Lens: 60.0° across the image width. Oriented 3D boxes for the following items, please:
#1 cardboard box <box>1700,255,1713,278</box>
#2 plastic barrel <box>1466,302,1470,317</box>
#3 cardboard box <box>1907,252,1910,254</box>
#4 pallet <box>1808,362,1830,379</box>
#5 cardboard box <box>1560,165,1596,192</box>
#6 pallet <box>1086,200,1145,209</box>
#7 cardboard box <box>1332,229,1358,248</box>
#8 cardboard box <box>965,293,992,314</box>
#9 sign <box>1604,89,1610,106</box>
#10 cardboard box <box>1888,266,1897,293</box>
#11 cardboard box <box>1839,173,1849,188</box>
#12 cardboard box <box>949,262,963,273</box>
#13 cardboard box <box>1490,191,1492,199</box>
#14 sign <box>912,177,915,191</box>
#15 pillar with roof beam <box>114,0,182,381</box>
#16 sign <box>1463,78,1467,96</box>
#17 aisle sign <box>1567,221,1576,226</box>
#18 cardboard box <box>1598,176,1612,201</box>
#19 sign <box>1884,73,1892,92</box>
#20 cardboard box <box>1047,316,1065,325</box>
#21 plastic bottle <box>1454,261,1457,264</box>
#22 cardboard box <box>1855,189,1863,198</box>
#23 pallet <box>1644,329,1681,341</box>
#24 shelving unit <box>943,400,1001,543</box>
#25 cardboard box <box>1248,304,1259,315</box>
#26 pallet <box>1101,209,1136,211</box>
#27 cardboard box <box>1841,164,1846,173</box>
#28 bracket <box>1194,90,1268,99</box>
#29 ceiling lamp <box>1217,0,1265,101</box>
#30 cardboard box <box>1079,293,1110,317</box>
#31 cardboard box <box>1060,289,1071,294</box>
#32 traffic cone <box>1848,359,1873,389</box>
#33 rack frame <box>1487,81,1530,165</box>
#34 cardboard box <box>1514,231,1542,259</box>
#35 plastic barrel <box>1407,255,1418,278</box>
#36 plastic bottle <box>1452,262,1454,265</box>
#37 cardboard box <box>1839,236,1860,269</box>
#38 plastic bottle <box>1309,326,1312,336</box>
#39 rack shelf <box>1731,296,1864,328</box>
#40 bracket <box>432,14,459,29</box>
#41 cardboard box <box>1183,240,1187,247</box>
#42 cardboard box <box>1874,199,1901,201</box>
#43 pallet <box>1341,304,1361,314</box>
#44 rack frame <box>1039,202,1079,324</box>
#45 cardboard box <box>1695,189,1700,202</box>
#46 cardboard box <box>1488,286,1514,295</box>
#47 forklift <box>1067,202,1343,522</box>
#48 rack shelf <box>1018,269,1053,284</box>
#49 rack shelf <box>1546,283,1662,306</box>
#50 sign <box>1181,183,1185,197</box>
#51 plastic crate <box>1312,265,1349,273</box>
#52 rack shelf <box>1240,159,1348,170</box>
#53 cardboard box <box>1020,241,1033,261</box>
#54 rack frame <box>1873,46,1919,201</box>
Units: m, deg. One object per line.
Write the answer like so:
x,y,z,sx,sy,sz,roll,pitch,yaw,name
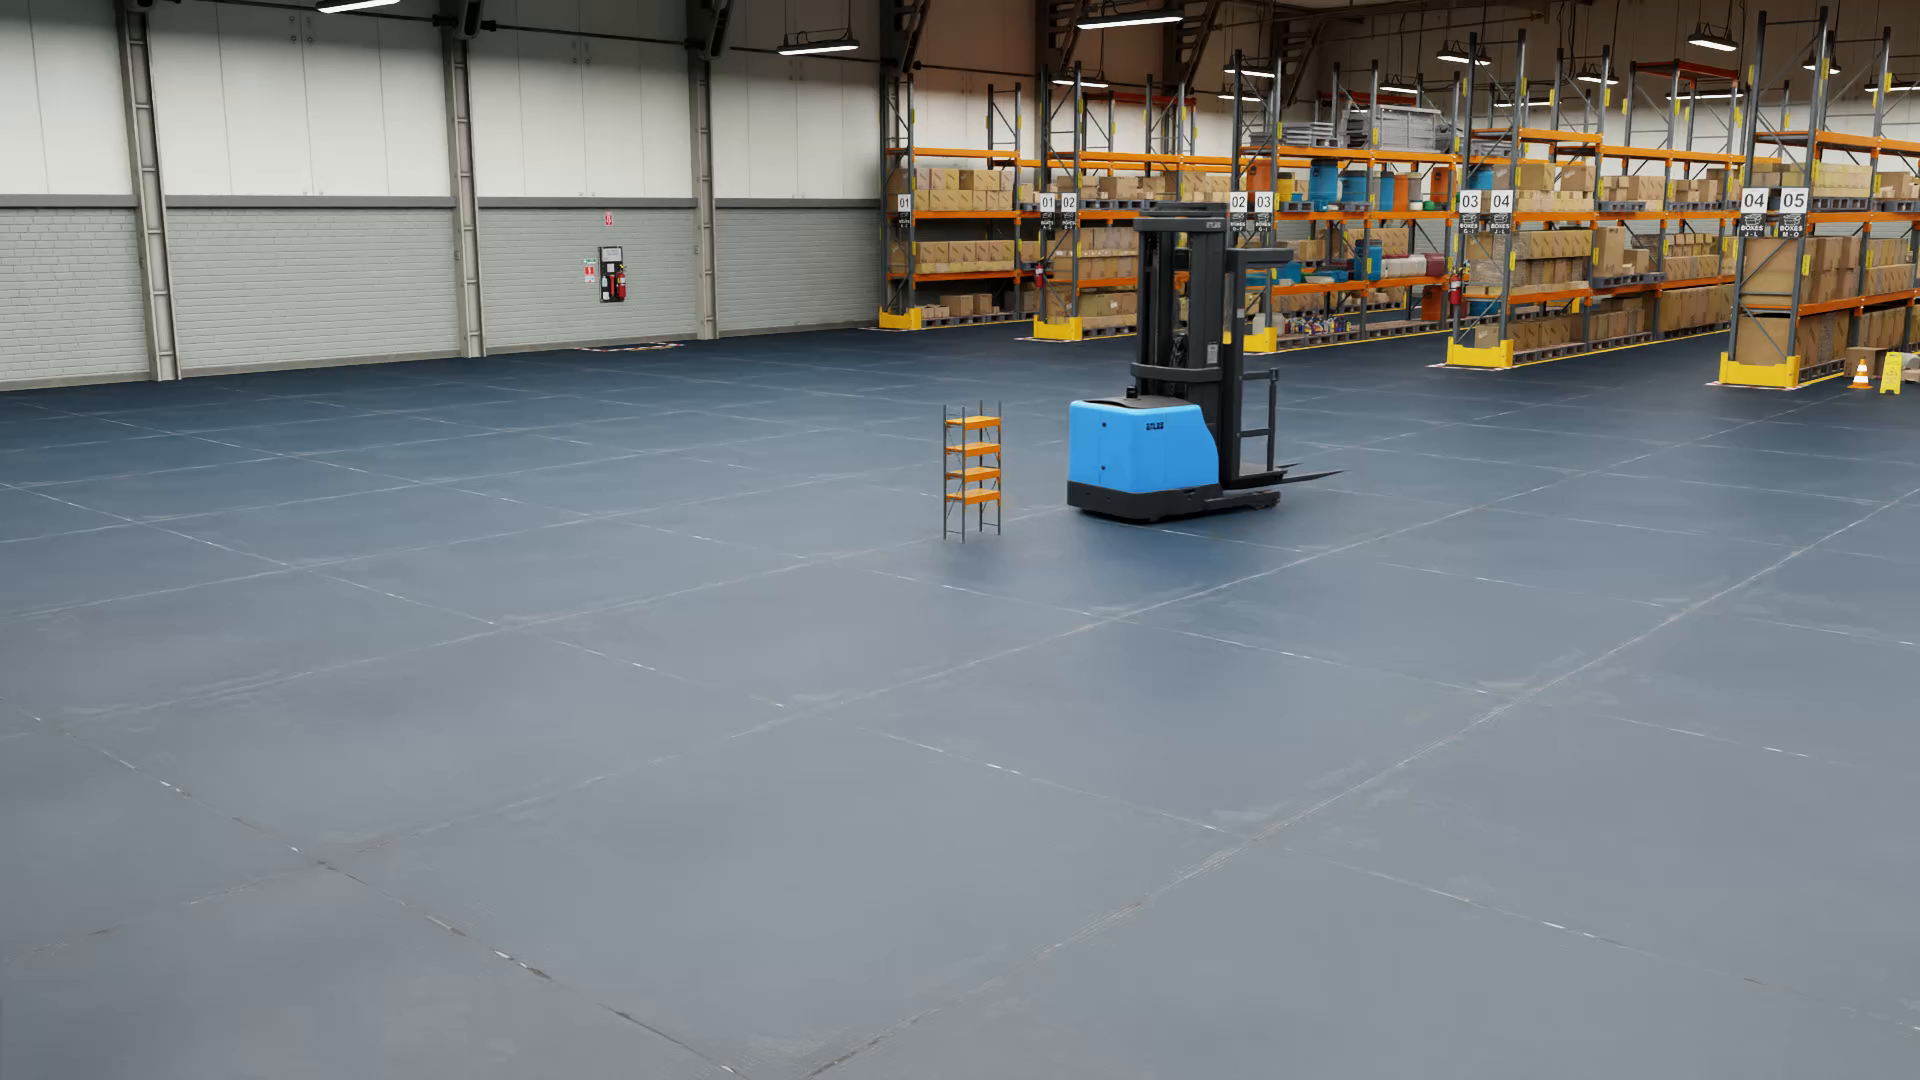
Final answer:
17.136,-6.365,38.666,0.500,0.500,0.500,10,15,42,cardboard box
12.571,-5.865,41.697,0.421,0.512,0.421,0,11,0,plastic barrel
20.107,-6.096,35.626,0.380,0.149,0.250,10,15,40,cardboard box
14.583,-3.009,29.240,1.003,0.211,1.213,10,15,40,pallet
12.185,-7.127,32.786,0.500,0.500,0.500,9,15,39,cardboard box
3.502,-7.717,38.255,1.003,0.211,1.213,10,15,40,pallet
10.655,-8.346,46.030,0.500,0.500,0.500,10,15,42,cardboard box
0.473,-6.069,42.695,0.500,0.500,0.500,8,14,36,cardboard box
12.686,-8.681,32.613,0.100,0.325,0.005,10,15,40,sign
17.498,-4.973,31.695,0.500,0.500,0.500,10,15,41,cardboard box
14.819,-6.129,28.379,0.500,0.250,0.500,10,15,40,cardboard box
-0.279,-6.767,41.267,0.500,0.250,0.500,9,15,39,cardboard box
9.859,-6.424,30.922,0.380,0.149,0.250,9,14,39,cardboard box
-1.105,-8.477,39.607,0.100,0.325,0.005,10,15,40,sign
-10.349,-6.600,24.779,9.100,9.000,0.548,10,15,40,pillar with roof beam
9.246,-8.279,30.398,0.100,0.325,0.005,10,15,40,sign
16.758,-8.969,45.319,0.394,0.787,0.004,10,15,40,aisle sign
12.675,-7.099,33.602,0.797,0.503,0.637,9,14,38,cardboard box
16.350,-8.061,29.307,0.100,0.325,0.005,10,15,40,sign
2.343,-4.983,37.948,0.500,0.250,0.500,10,15,40,cardboard box
12.377,-6.819,41.524,0.097,0.271,0.097,0,11,0,plastic bottle
15.613,-6.091,29.207,0.380,0.149,0.250,10,15,41,cardboard box
15.508,-4.643,37.416,1.003,0.211,1.213,10,15,40,pallet
0.109,-0.613,14.716,0.258,1.200,0.503,10,15,40,shelving unit
7.328,-5.934,42.709,0.500,0.250,0.500,10,15,42,cardboard box
4.153,-9.305,46.463,1.213,0.211,1.003,11,16,43,pallet
14.777,-6.297,28.199,0.380,0.149,0.250,10,15,41,cardboard box
8.462,-13.730,51.286,0.076,0.066,4.783,10,15,40,bracket
7.965,-13.732,45.586,0.800,3.185,2.000,10,15,40,ceiling lamp
3.061,-5.357,37.909,0.500,0.500,0.500,10,15,40,cardboard box
2.598,-6.565,45.179,0.700,0.500,0.500,10,15,40,cardboard box
14.726,-2.721,27.153,0.336,0.463,0.334,10,15,40,traffic cone
13.850,-10.074,42.176,1.000,3.000,0.127,10,15,40,rack frame
10.553,-5.530,31.174,0.500,0.500,0.500,10,15,40,cardboard box
10.413,-6.358,38.600,0.421,0.512,0.421,0,11,0,plastic barrel
12.257,-6.868,41.563,0.144,0.351,0.185,10,15,40,plastic bottle
15.404,-5.116,29.529,0.875,0.550,0.550,10,15,40,cardboard box
7.428,-4.452,35.365,0.097,0.201,0.097,0,11,0,plastic bottle
14.629,-4.012,28.977,1.077,0.370,4.000,10,15,40,rack shelf
-9.629,-9.697,31.098,0.235,0.232,0.430,10,15,40,bracket
6.293,-8.518,48.633,0.500,0.500,0.500,9,15,39,cardboard box
18.776,-6.884,33.607,0.500,0.500,0.500,10,15,40,cardboard box
10.586,-6.507,46.751,1.003,0.211,1.213,10,15,40,pallet
2.211,-6.008,37.133,1.000,3.000,0.127,10,15,40,rack frame
16.779,-7.976,38.481,0.500,0.311,0.500,9,14,38,cardboard box
10.017,-4.615,30.798,0.380,0.149,0.250,10,15,40,cardboard box
2.526,-1.808,16.279,3.031,2.935,1.130,-8,14,-35,forklift
2.448,-7.178,44.827,1.077,0.370,4.000,10,15,40,rack shelf
13.610,-5.257,35.208,1.077,0.370,4.000,10,15,40,rack shelf
5.269,-8.288,39.369,0.100,0.325,0.005,10,15,40,sign
8.128,-5.865,36.573,0.767,0.338,0.504,10,15,40,plastic crate
8.812,-9.872,44.022,1.077,0.370,4.000,10,15,40,rack shelf
1.489,-7.572,43.584,0.700,0.500,0.500,10,15,41,cardboard box
18.590,-8.189,32.738,1.000,3.000,0.127,10,15,40,rack frame
